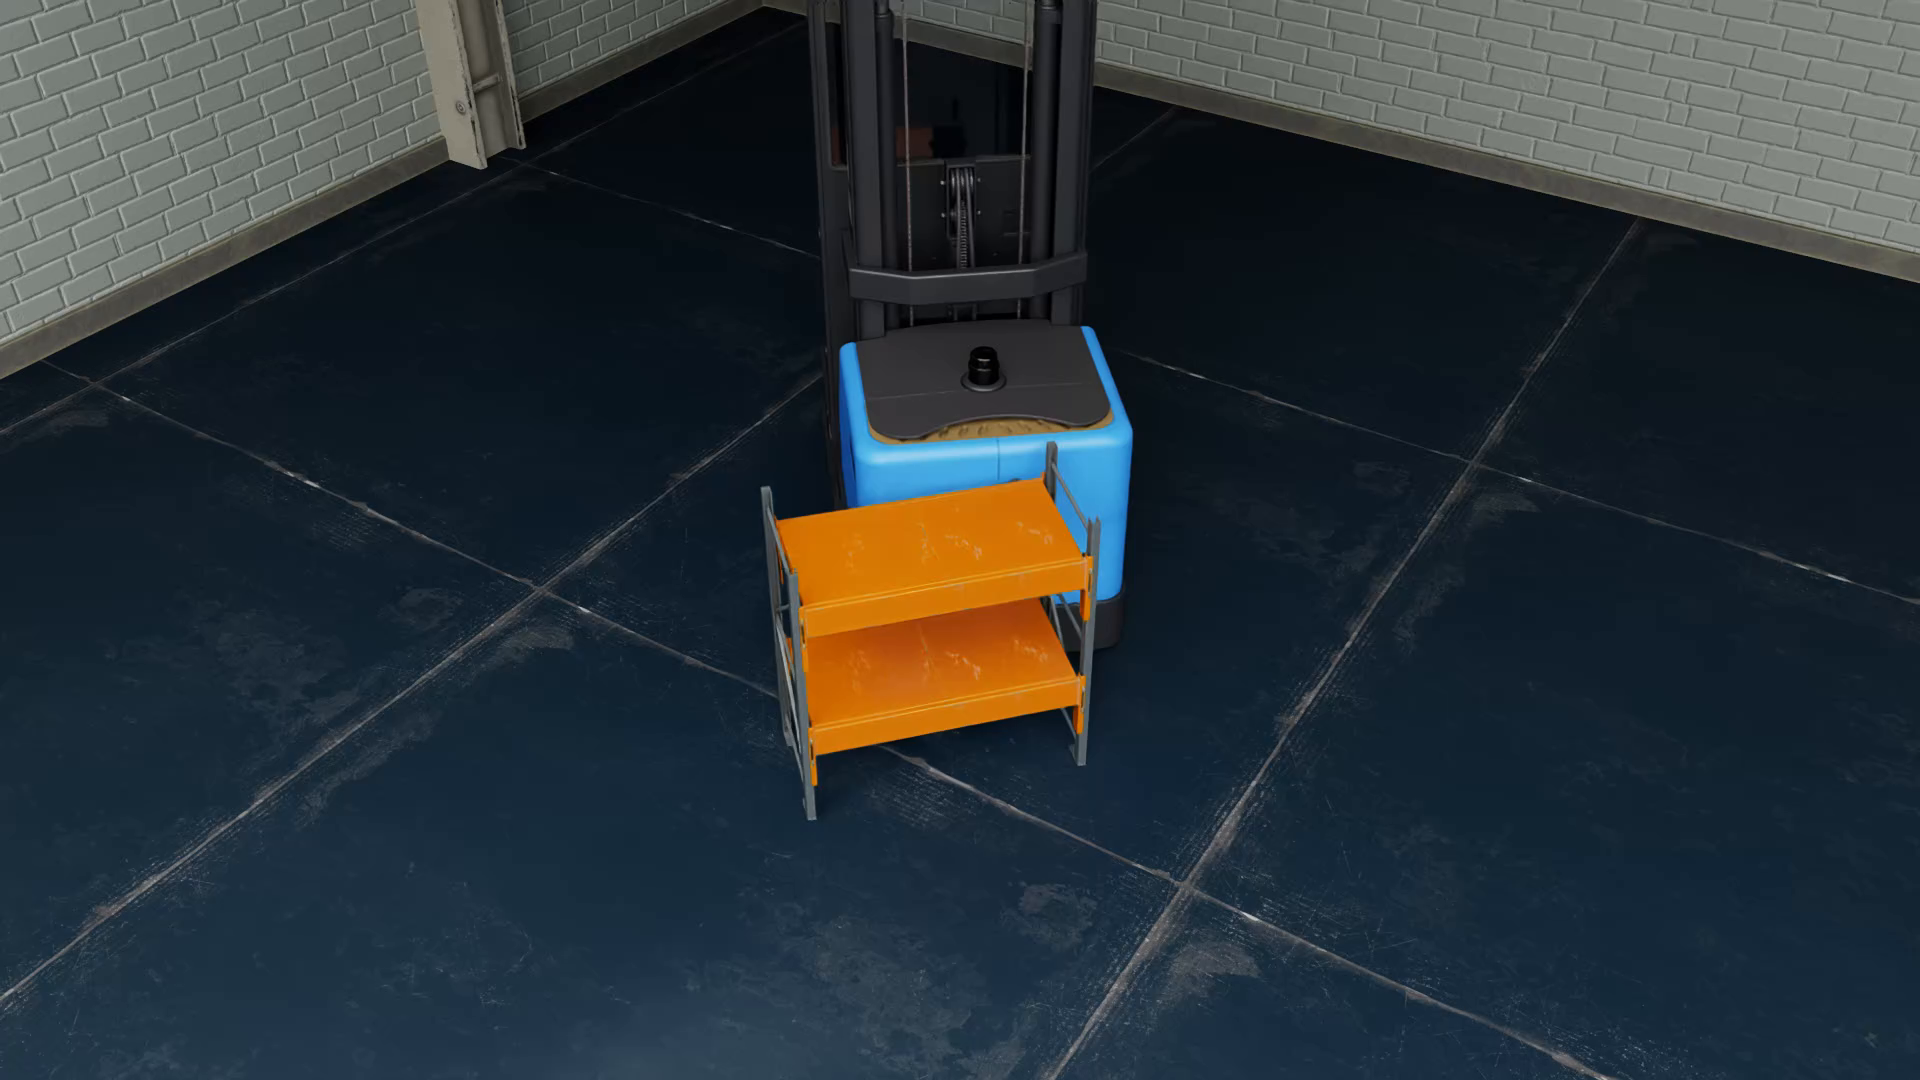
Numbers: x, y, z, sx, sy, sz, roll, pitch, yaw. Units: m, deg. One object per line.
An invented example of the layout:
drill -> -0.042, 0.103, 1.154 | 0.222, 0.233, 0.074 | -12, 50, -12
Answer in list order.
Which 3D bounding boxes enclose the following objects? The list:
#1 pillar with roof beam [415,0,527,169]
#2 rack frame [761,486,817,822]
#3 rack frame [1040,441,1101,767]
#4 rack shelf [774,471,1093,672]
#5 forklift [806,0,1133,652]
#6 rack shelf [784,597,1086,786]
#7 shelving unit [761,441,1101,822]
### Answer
pillar with roof beam -> 0.677, -4.579, 5.820 | 9.100, 9.000, 0.400 | 21, 42, 25
rack frame -> -0.594, 0.412, 5.795 | 0.032, 1.125, 0.500 | -10, 39, -12
rack frame -> 0.385, 0.245, 6.011 | 0.032, 1.125, 0.500 | -10, 39, -12
rack shelf -> -0.105, 0.097, 5.724 | 1.000, 0.278, 0.538 | -10, 39, -12
forklift -> -0.063, -1.554, 6.866 | 1.130, 2.935, 3.031 | -5, 38, -6
rack shelf -> -0.105, 0.522, 6.052 | 1.000, 0.278, 0.538 | -10, 39, -12
shelving unit -> -0.105, 0.328, 5.903 | 1.048, 1.125, 0.538 | -10, 39, -12
